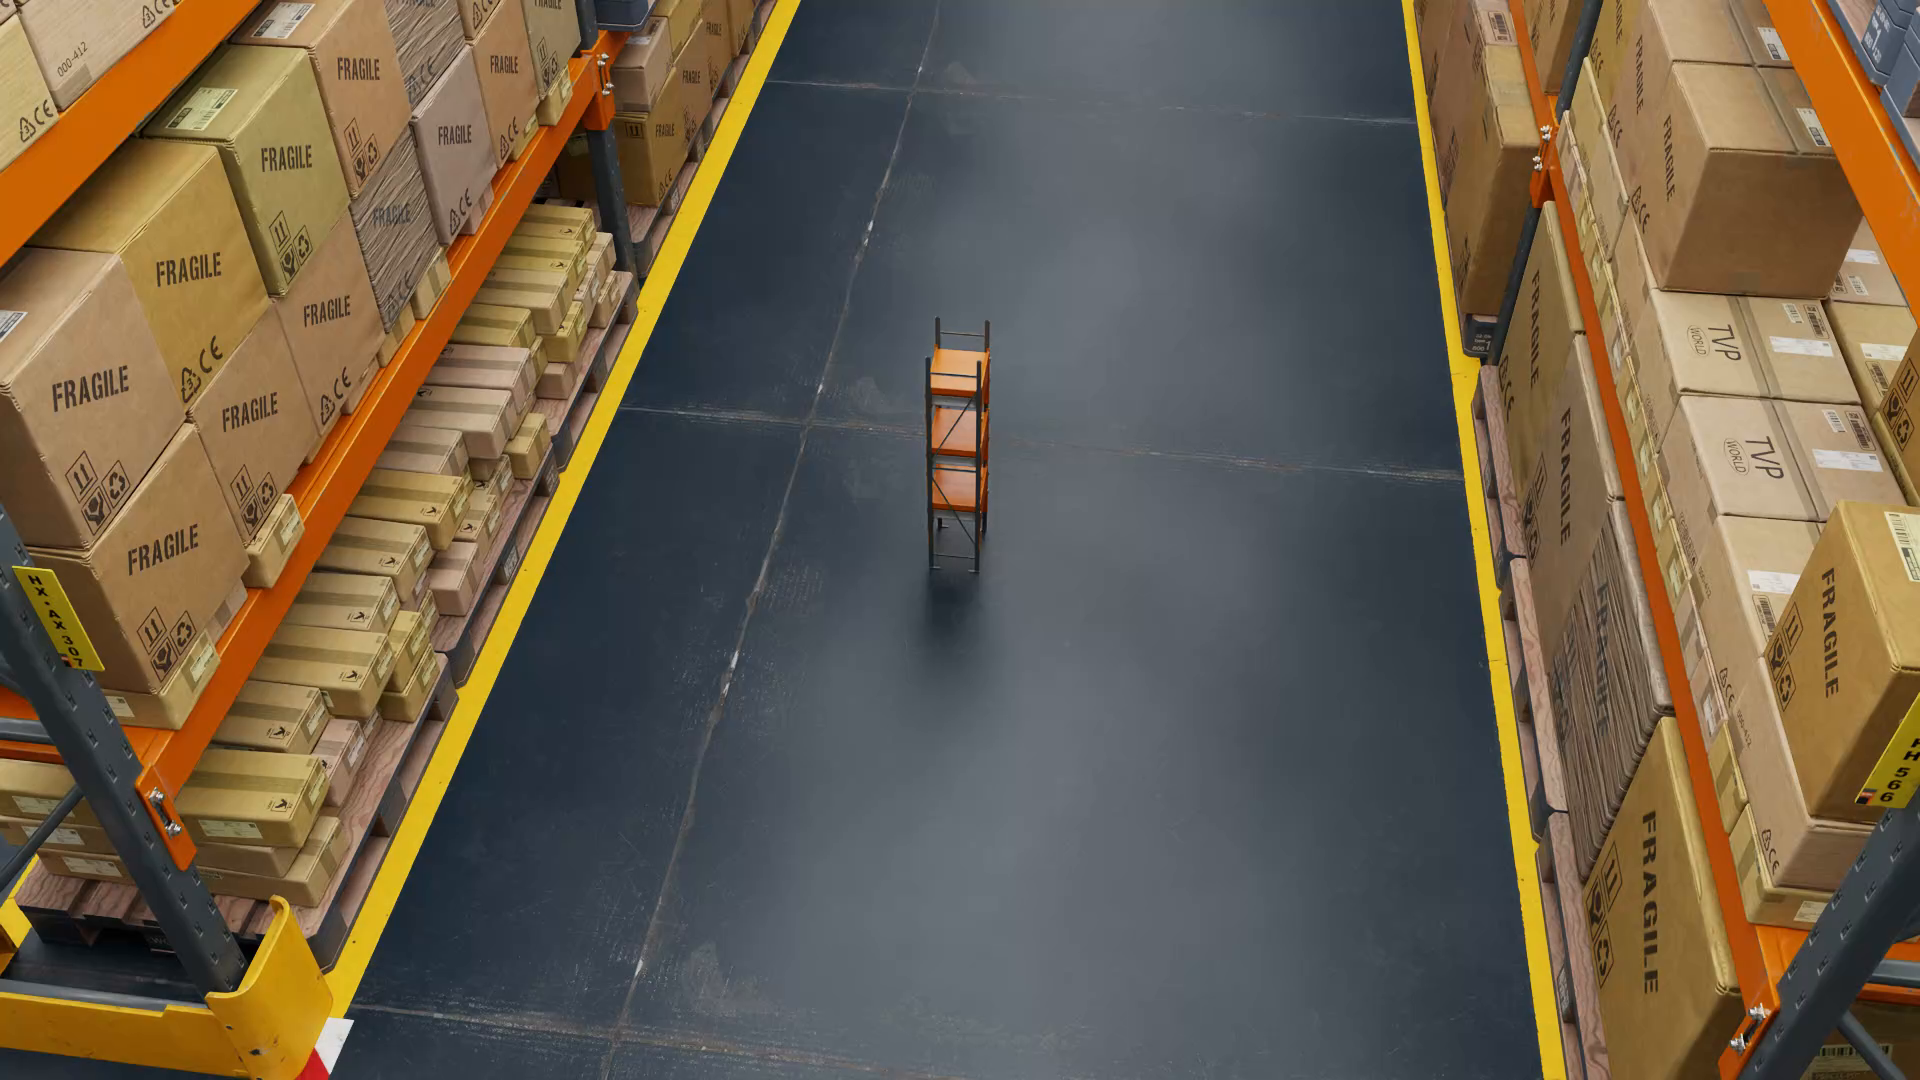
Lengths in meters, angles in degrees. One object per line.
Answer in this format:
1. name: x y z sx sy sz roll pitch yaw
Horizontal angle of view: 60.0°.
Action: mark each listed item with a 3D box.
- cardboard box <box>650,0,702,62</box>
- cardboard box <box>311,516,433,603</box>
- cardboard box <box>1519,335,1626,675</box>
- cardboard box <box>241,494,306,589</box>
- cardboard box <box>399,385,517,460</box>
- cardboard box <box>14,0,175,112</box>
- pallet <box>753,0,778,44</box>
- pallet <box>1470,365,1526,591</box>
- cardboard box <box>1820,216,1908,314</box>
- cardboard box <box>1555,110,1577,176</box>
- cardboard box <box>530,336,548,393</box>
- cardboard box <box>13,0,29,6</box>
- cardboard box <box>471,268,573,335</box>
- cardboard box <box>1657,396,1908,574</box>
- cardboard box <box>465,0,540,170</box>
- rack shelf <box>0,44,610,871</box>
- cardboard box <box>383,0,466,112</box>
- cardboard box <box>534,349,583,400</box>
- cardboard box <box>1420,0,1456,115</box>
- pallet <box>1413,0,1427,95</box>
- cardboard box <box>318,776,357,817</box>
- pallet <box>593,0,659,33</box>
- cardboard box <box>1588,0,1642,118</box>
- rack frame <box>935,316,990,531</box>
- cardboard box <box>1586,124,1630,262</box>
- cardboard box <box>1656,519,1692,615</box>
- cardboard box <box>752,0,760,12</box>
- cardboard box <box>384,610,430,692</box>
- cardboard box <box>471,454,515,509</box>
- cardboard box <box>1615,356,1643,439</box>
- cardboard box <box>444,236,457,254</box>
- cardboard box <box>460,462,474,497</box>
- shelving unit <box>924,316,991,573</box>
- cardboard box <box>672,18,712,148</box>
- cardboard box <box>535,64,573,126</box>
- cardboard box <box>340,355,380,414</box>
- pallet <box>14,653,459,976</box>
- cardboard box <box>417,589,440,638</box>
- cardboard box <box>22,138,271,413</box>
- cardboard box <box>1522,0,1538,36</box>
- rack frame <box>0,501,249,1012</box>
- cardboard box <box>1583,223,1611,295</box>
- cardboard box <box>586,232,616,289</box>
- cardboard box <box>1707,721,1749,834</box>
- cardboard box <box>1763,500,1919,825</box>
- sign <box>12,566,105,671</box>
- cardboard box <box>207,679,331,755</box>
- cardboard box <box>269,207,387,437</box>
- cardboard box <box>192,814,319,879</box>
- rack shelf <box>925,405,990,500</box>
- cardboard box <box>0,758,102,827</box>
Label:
1. cardboard box: -1.614 -2.640 8.324 0.500 0.250 0.500 6 44 7
2. cardboard box: -2.090 0.062 5.838 0.380 0.149 0.250 7 44 7
3. cardboard box: 2.576 -0.086 5.899 0.875 0.875 0.875 5 44 6
4. cardboard box: -2.121 -0.010 4.762 0.380 0.149 0.250 4 44 4
5. cardboard box: -1.930 -0.452 6.381 0.380 0.149 0.250 4 44 4
6. cardboard box: -2.184 -1.231 3.795 0.500 0.250 0.500 7 44 7
7. pallet: -1.618 -3.462 10.252 1.003 0.211 1.213 5 44 6
8. pallet: 2.683 -0.237 6.847 1.003 0.211 1.213 5 44 6
9. cardboard box: 2.930 -0.789 5.294 0.500 0.250 0.500 6 44 6
10. cardboard box: 2.493 -1.498 6.333 0.380 0.149 0.250 5 44 6
11. cardboard box: -1.940 -0.731 6.892 0.380 0.149 0.250 6 44 6
12. cardboard box: -2.187 -1.402 3.613 0.500 0.250 0.500 5 44 5
13. cardboard box: -1.851 -1.000 6.960 0.380 0.149 0.250 5 44 5
14. cardboard box: 2.268 -0.135 4.604 0.500 0.250 0.500 4 44 4
15. cardboard box: -1.895 -1.716 6.091 0.500 0.500 0.500 4 44 4
16. rack shelf: -2.306 -0.656 5.785 1.077 0.370 4.000 5 44 6
17. cardboard box: -1.980 -1.743 5.393 0.500 0.500 0.500 6 44 7
18. cardboard box: -1.844 -0.744 7.122 0.380 0.149 0.250 4 44 4
19. cardboard box: 3.153 -2.793 8.758 1.225 0.875 0.875 5 44 6
20. pallet: 3.211 -2.944 9.706 1.003 0.211 1.213 5 44 6
21. cardboard box: -2.230 0.814 5.476 0.380 0.149 0.250 5 44 5
22. pallet: -1.796 -2.719 7.579 1.003 0.211 1.213 5 44 6
23. cardboard box: 2.545 -1.784 5.799 0.500 0.500 0.500 5 44 6
24. rack frame: 0.009 -0.428 6.438 0.200 1.050 0.008 5 44 6
25. cardboard box: 2.469 -1.180 5.707 0.500 0.250 0.500 5 44 5
26. cardboard box: 2.187 0.088 4.659 0.380 0.149 0.250 4 44 5
27. cardboard box: -1.413 -3.426 9.699 0.500 0.500 0.500 7 44 7
28. cardboard box: -2.068 0.365 5.734 0.380 0.149 0.250 7 44 7
29. cardboard box: -1.994 -0.223 6.572 0.380 0.149 0.250 6 44 6
30. cardboard box: 2.288 -0.436 5.211 0.380 0.149 0.250 4 44 4
31. cardboard box: -2.019 -1.081 5.893 0.380 0.149 0.250 5 44 5
32. cardboard box: -2.087 -0.196 6.327 0.380 0.149 0.250 7 44 7
33. shelving unit: -0.007 -0.345 6.351 0.215 1.050 0.252 5 44 6
34. cardboard box: -1.613 -2.366 8.579 0.500 0.500 0.500 7 44 7
35. cardboard box: -1.773 -1.788 6.639 0.380 0.149 0.250 4 44 4
36. cardboard box: -2.102 -0.547 5.329 0.380 0.149 0.250 4 44 5
37. pallet: -2.418 0.856 5.693 1.003 0.211 1.213 5 44 6
38. cardboard box: -2.123 0.298 6.022 0.380 0.149 0.250 5 44 6
39. cardboard box: -2.188 -0.688 4.279 0.500 0.500 0.500 6 44 7
40. cardboard box: 2.725 -2.477 7.112 0.500 0.500 0.500 7 44 7
41. rack frame: -2.570 0.445 4.098 1.000 3.000 0.127 5 44 6
42. cardboard box: 2.391 -0.960 5.765 0.380 0.149 0.250 4 44 4
43. cardboard box: -1.768 -1.262 7.453 0.380 0.149 0.250 6 44 6
44. cardboard box: 2.086 0.606 4.111 0.380 0.149 0.250 6 44 6
45. cardboard box: 2.137 0.283 3.616 0.500 0.500 0.500 6 44 6
46. sign: -2.033 0.180 3.748 0.100 0.325 0.005 5 44 6
47. cardboard box: -2.247 0.587 5.284 0.380 0.149 0.250 6 44 6
48. cardboard box: -2.114 -0.679 4.997 0.500 0.500 0.500 6 44 6
49. cardboard box: -2.247 0.886 5.184 0.380 0.149 0.250 7 44 7
50. rack shelf: -0.007 -0.337 6.358 0.215 0.259 0.240 5 44 6
51. cardboard box: -2.752 0.728 5.135 0.380 0.149 0.250 6 44 6
